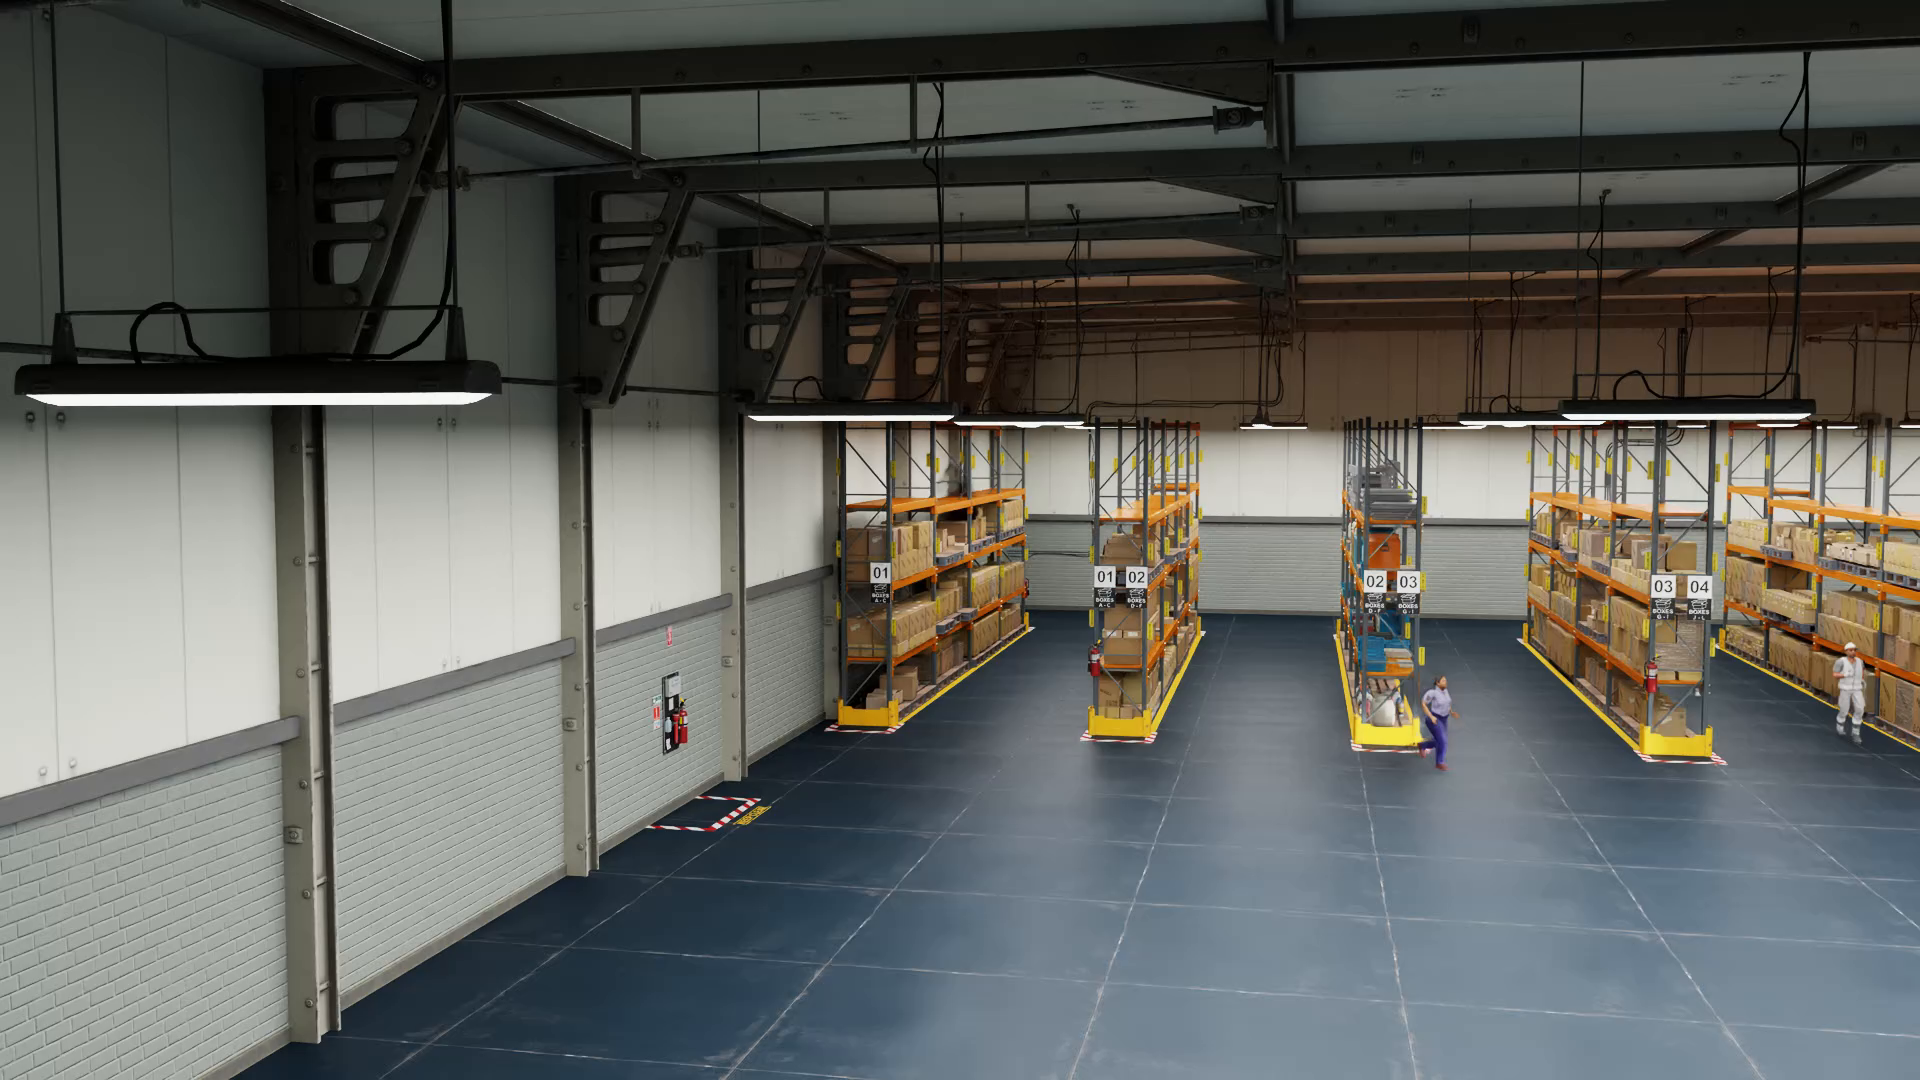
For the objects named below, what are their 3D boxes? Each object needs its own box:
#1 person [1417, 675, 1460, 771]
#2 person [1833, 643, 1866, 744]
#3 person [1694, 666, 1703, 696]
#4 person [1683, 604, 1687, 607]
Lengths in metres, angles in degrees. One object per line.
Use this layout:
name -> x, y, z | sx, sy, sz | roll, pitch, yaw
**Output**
person -> 8.089, 3.094, 28.375 | 0.593, 1.601, 0.725 | -3, 5, -39
person -> 16.506, 2.822, 30.834 | 0.633, 1.842, 0.743 | 1, 4, 8
person -> 16.059, 2.543, 36.298 | 0.579, 1.651, 0.790 | 1, 4, 11
person -> 19.682, 1.996, 44.768 | 0.785, 1.698, 0.632 | -2, 4, -30
